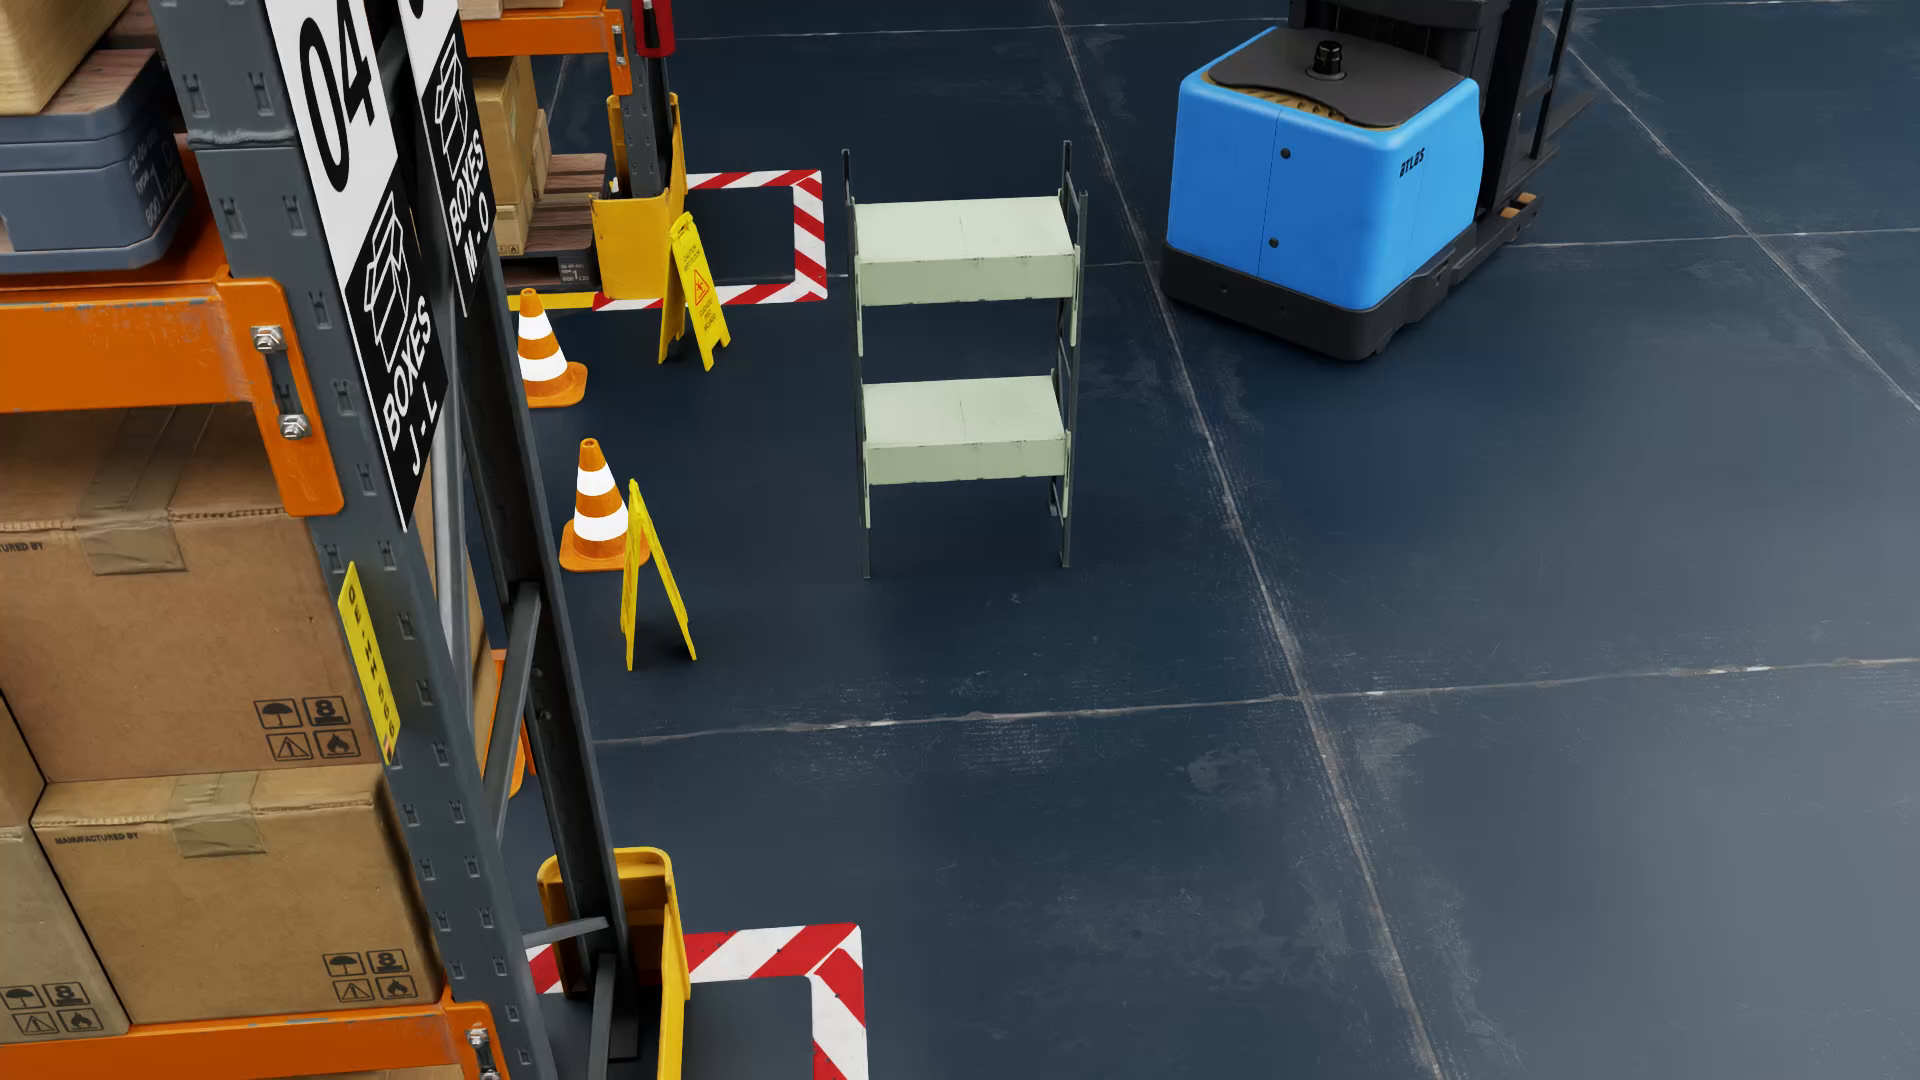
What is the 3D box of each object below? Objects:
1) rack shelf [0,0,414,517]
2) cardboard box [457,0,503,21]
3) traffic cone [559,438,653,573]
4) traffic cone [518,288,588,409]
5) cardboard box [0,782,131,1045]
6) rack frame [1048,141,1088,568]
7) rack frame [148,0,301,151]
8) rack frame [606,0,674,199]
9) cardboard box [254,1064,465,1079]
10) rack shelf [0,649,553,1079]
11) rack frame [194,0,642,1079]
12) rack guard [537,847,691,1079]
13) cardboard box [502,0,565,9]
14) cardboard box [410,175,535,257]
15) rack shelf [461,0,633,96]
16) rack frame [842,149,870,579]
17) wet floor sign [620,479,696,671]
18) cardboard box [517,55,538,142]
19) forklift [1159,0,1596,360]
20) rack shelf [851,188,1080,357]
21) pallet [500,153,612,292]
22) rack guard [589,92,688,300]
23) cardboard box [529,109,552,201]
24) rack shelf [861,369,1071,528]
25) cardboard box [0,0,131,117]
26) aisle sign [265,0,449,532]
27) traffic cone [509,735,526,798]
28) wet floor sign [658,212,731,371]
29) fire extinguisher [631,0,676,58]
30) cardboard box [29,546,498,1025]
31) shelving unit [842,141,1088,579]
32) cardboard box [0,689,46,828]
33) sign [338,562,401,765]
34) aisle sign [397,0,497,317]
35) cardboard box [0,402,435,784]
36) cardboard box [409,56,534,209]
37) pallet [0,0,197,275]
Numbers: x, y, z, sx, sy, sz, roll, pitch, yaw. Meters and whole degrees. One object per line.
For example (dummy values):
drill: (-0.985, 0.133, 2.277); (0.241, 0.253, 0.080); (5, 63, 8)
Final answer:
rack shelf: (-2.900, -0.388, 2.479); (4.000, 0.370, 1.077); (-3, 38, -4)
cardboard box: (-2.043, -2.318, 6.969); (0.250, 0.149, 0.380); (-4, 38, -5)
traffic cone: (-1.324, -0.170, 6.091); (0.334, 0.463, 0.336); (-3, 38, -4)
traffic cone: (-1.761, -0.836, 6.936); (0.334, 0.463, 0.336); (-3, 38, -4)
cardboard box: (-1.820, 0.430, 3.162); (0.550, 0.550, 0.875); (-3, 38, -4)
rack frame: (0.371, -0.609, 5.811); (0.023, 1.500, 0.400); (-3, 38, -4)
rack frame: (-0.908, -1.958, 1.466); (0.127, 3.000, 1.000); (-3, 38, -4)
rack frame: (-1.447, -2.651, 7.188); (0.127, 3.000, 1.000); (-3, 38, -4)
cardboard box: (-1.578, 1.145, 3.754); (0.875, 0.875, 0.875); (-3, 38, -4)
rack shelf: (-2.900, 0.790, 3.408); (4.000, 0.370, 1.077); (-3, 38, -4)
rack frame: (-0.908, 0.397, 3.325); (0.127, 3.000, 1.000); (-3, 38, -4)
rack guard: (-0.884, 1.377, 4.101); (0.348, 0.500, 1.175); (-3, 38, -4)
cardboard box: (-1.801, -2.400, 7.073); (0.250, 0.149, 0.380); (-2, 38, -2)
cardboard box: (-2.252, -1.525, 7.642); (0.500, 0.250, 0.500); (-3, 38, -4)
rack shelf: (-3.439, -2.259, 7.272); (4.000, 0.370, 1.077); (-3, 38, -4)
rack frame: (-0.358, -0.569, 5.760); (0.023, 1.500, 0.400); (-3, 38, -4)
wet floor sign: (-1.055, 0.098, 5.604); (0.232, 0.644, 0.267); (-9, 39, -12)
cardboard box: (-2.299, -2.156, 7.836); (0.500, 0.500, 0.500); (-4, 38, -5)
forklift: (2.218, -2.771, 7.396); (1.130, 2.935, 3.031); (26, 45, 29)
rack shelf: (0.007, -0.896, 5.544); (0.720, 0.370, 0.431); (-3, 38, -4)
pallet: (-2.335, -1.530, 8.018); (1.213, 0.211, 1.003); (-3, 38, -4)
rack guard: (-1.523, -1.666, 7.957); (0.348, 0.500, 1.175); (-3, 38, -4)
cardboard box: (-2.275, -1.863, 8.070); (0.500, 0.250, 0.500); (-3, 38, -4)
rack shelf: (0.007, -0.333, 5.988); (0.720, 0.370, 0.431); (-3, 38, -4)
cardboard box: (-1.209, -0.658, 2.024); (0.250, 0.149, 0.380); (-3, 38, -4)
aisle sign: (-0.811, -0.442, 2.290); (0.004, 0.787, 0.394); (-3, 38, -4)
traffic cone: (-1.563, 0.546, 5.184); (0.334, 0.463, 0.336); (-3, 38, -4)
wet floor sign: (-1.163, -1.077, 7.094); (0.232, 0.644, 0.267); (9, 39, 12)
fire extinguisher: (-1.292, -2.343, 6.860); (0.183, 0.674, 0.296); (-3, 38, -4)
cardboard box: (-1.274, 0.387, 3.217); (0.550, 0.550, 0.875); (-3, 38, -4)
shelving unit: (0.007, -0.589, 5.786); (0.755, 1.500, 0.431); (-3, 38, -4)
cardboard box: (-1.821, -0.002, 2.838); (0.550, 0.550, 0.875); (-3, 38, -4)
sign: (-0.874, 0.185, 2.467); (0.005, 0.325, 0.100); (-3, 38, -4)
aisle sign: (-0.864, -0.812, 2.759); (0.004, 0.787, 0.394); (-3, 38, -4)
cardboard box: (-1.281, -0.089, 2.948); (0.550, 0.550, 0.875); (-3, 38, -4)
cardboard box: (-2.222, -1.826, 7.418); (0.500, 0.500, 0.500); (-3, 38, -4)
pallet: (-1.646, -0.698, 2.363); (1.213, 0.211, 1.003); (-3, 38, -4)
